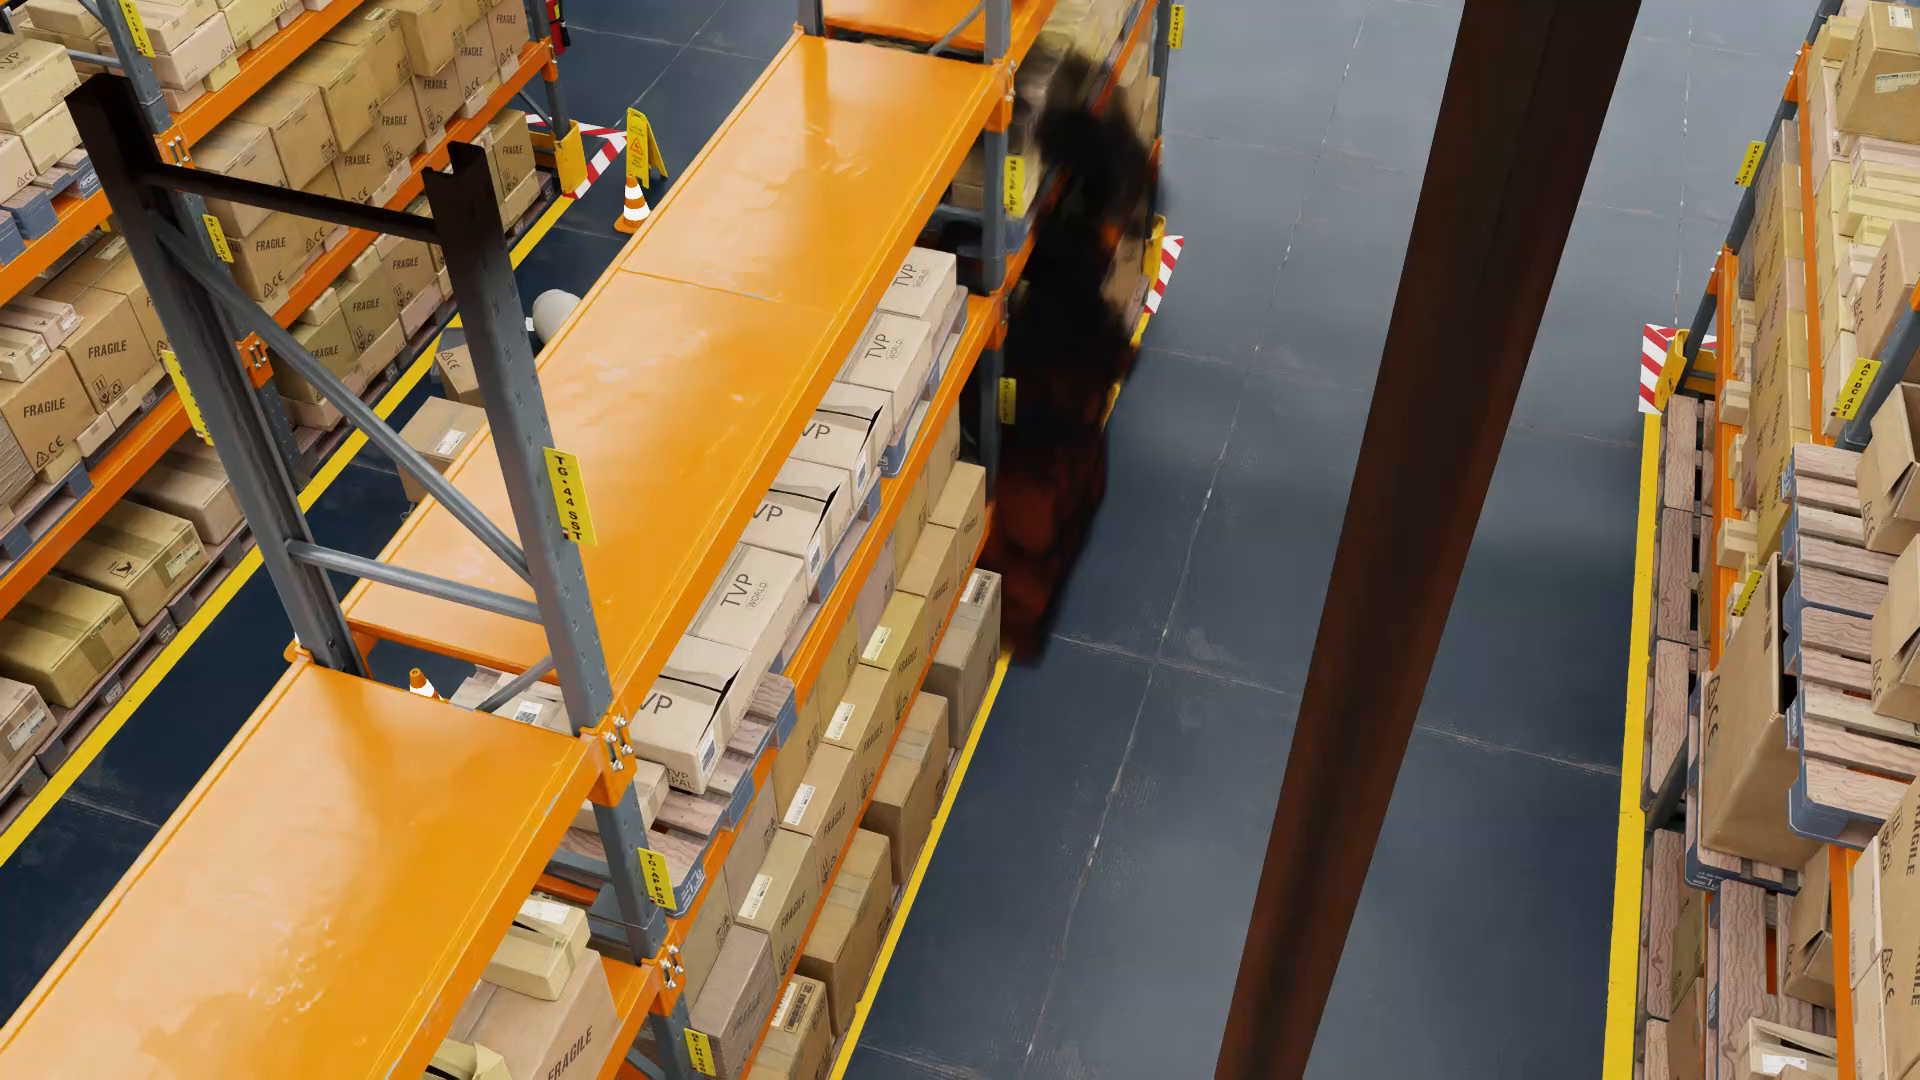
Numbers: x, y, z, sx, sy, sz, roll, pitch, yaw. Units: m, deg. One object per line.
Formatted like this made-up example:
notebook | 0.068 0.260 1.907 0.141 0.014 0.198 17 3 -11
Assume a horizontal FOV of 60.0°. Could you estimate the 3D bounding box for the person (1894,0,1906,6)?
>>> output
person | 8.839 -5.221 15.070 0.726 1.740 0.590 32 54 28
